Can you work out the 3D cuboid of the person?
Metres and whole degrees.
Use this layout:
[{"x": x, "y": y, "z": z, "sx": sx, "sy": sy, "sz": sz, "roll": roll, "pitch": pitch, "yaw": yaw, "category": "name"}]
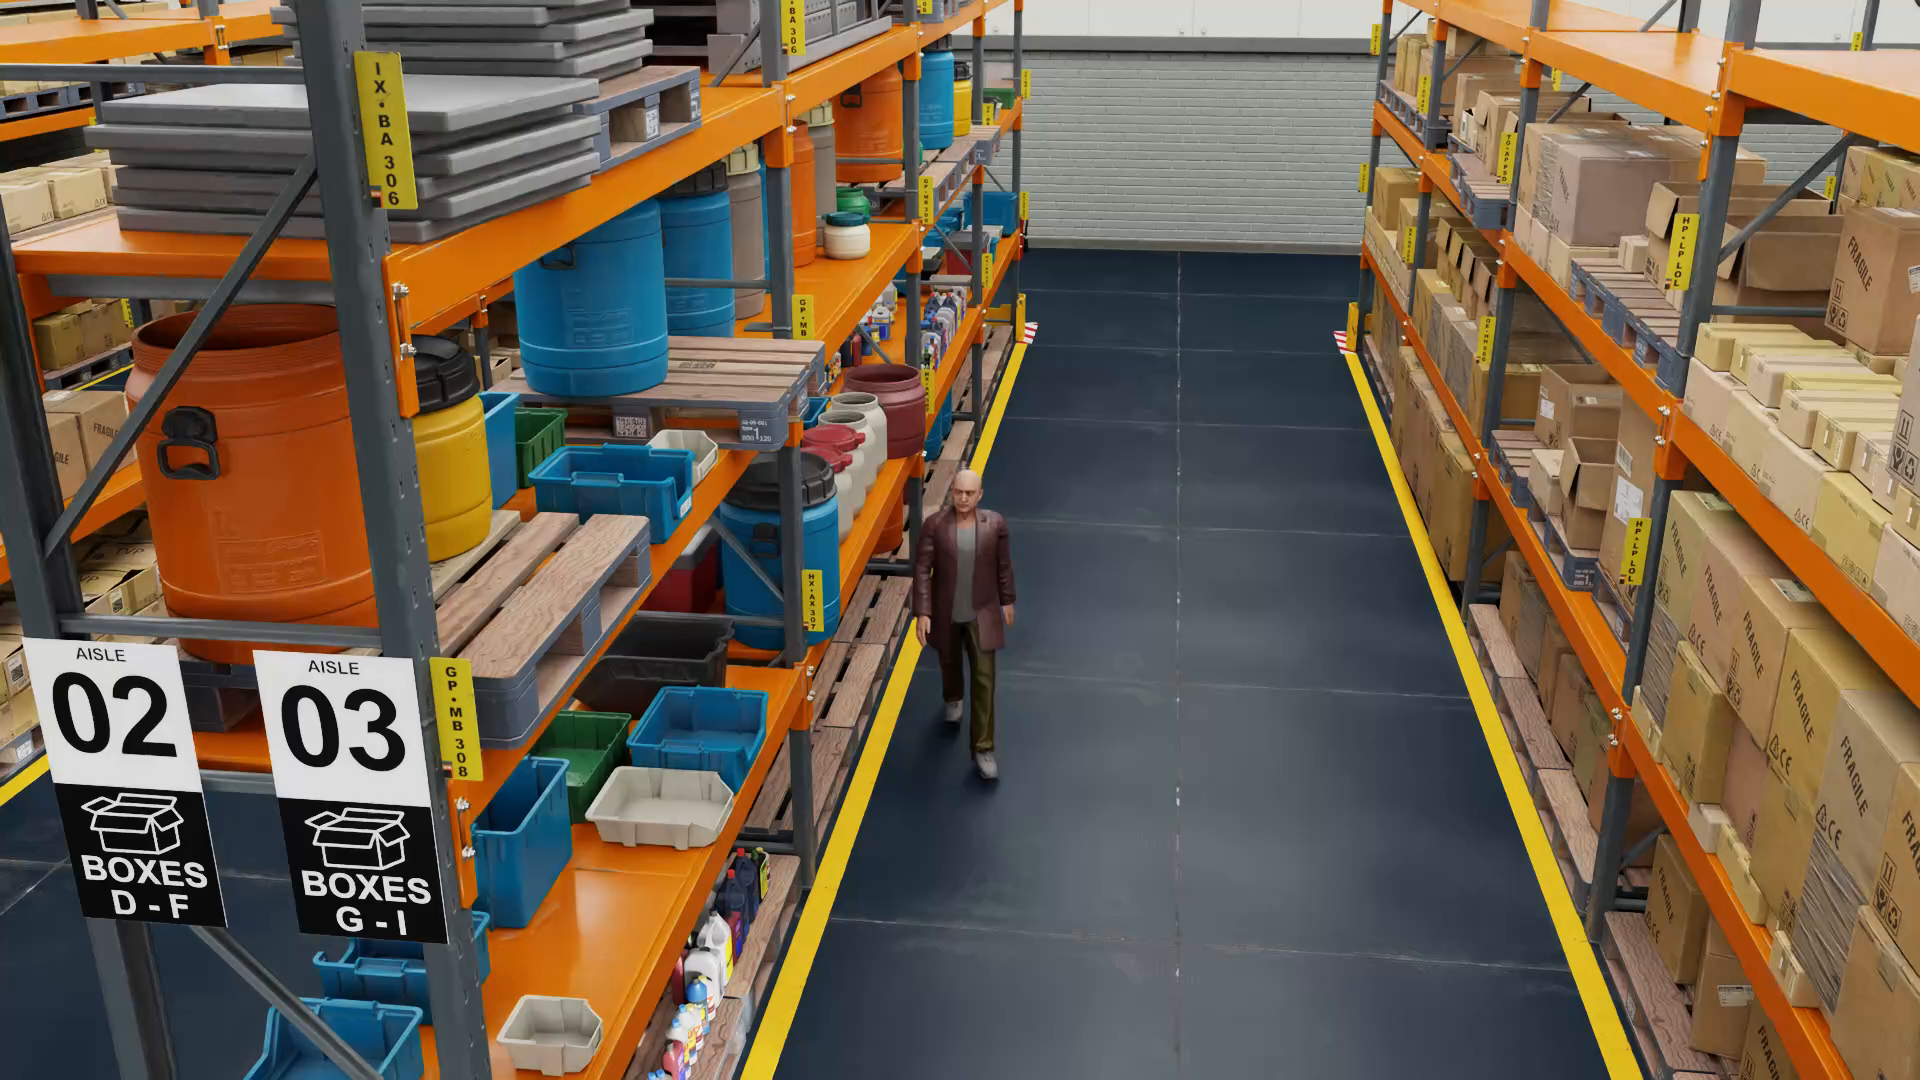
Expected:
[{"x": 0.031, "y": 0.459, "z": 9.889, "sx": 0.618, "sy": 1.716, "sz": 1.154, "roll": 1, "pitch": 21, "yaw": 3, "category": "person"}]
